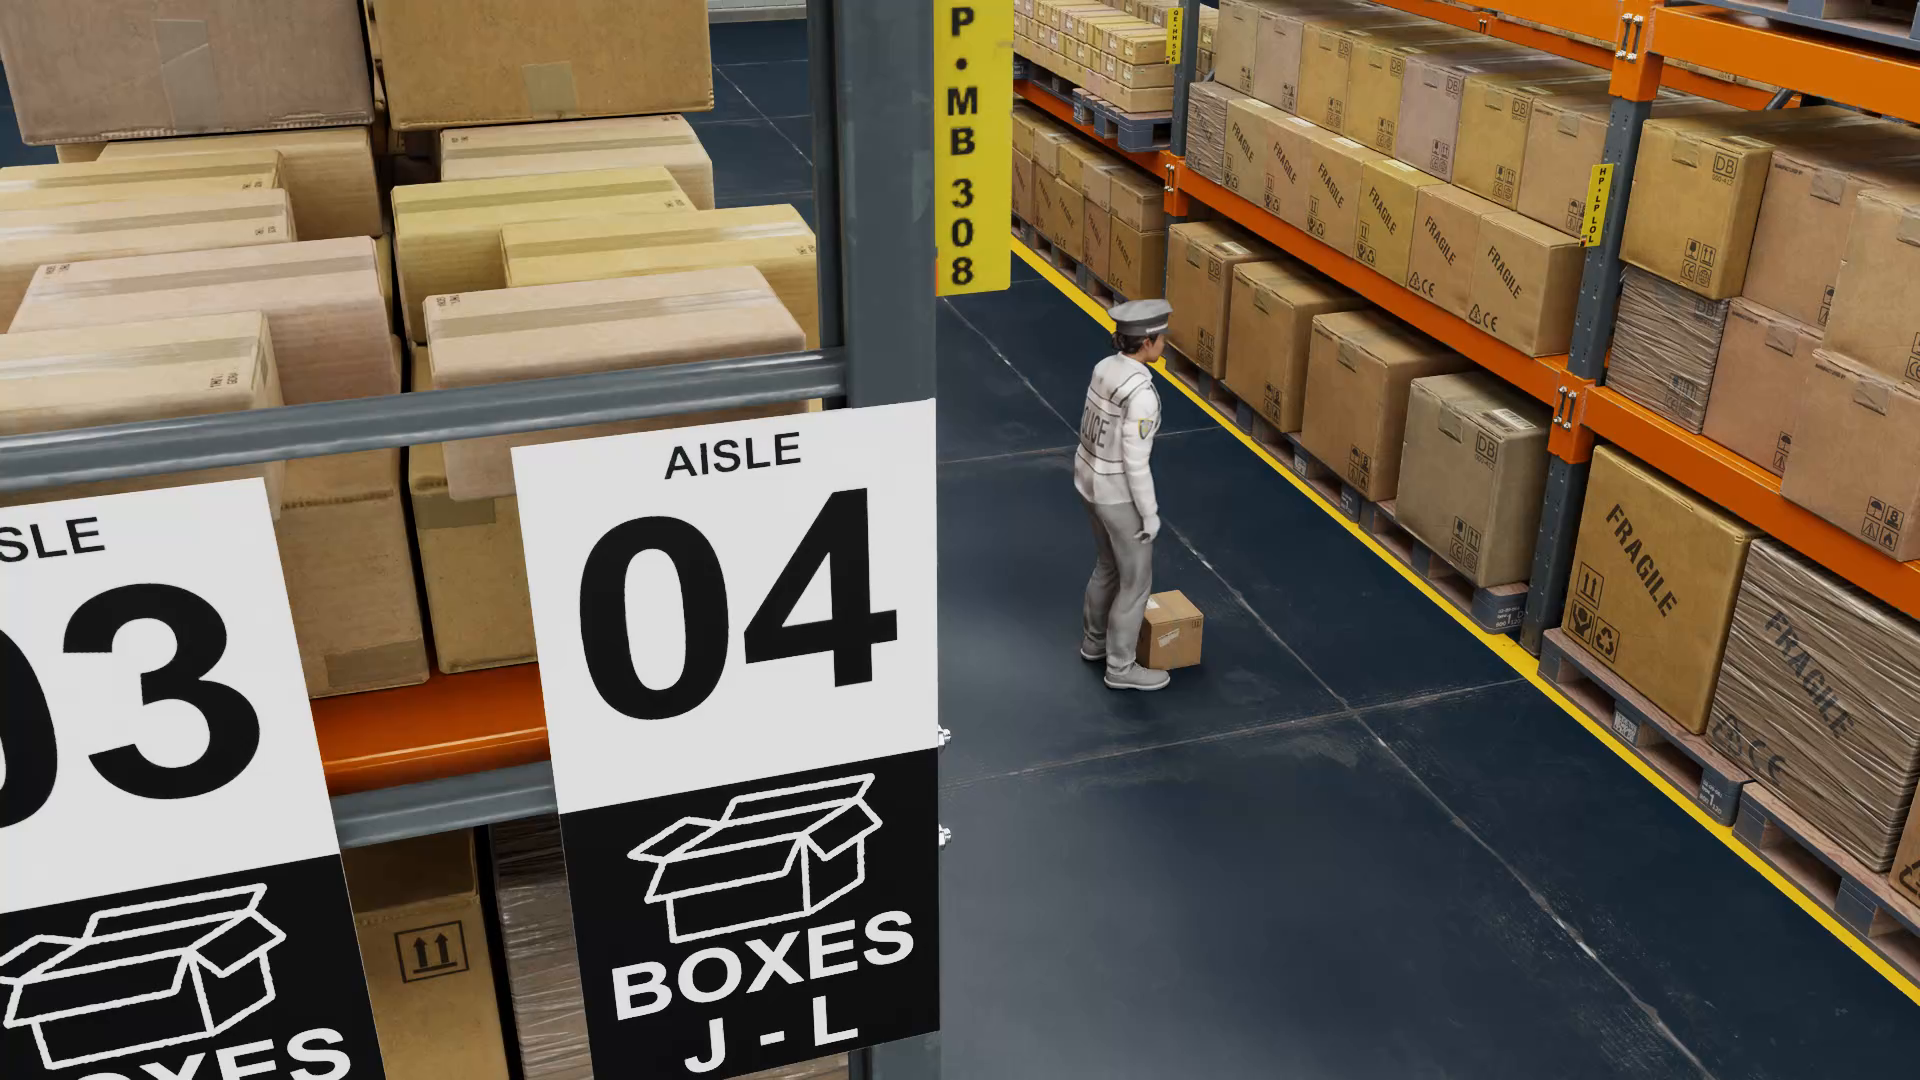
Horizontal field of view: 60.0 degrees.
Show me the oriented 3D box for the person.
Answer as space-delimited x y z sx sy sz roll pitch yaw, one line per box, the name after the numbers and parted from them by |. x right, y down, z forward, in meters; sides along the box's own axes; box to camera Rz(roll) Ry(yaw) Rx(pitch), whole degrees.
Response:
0.697 -0.217 6.976 0.342 1.601 0.507 -8 28 -16 | person
